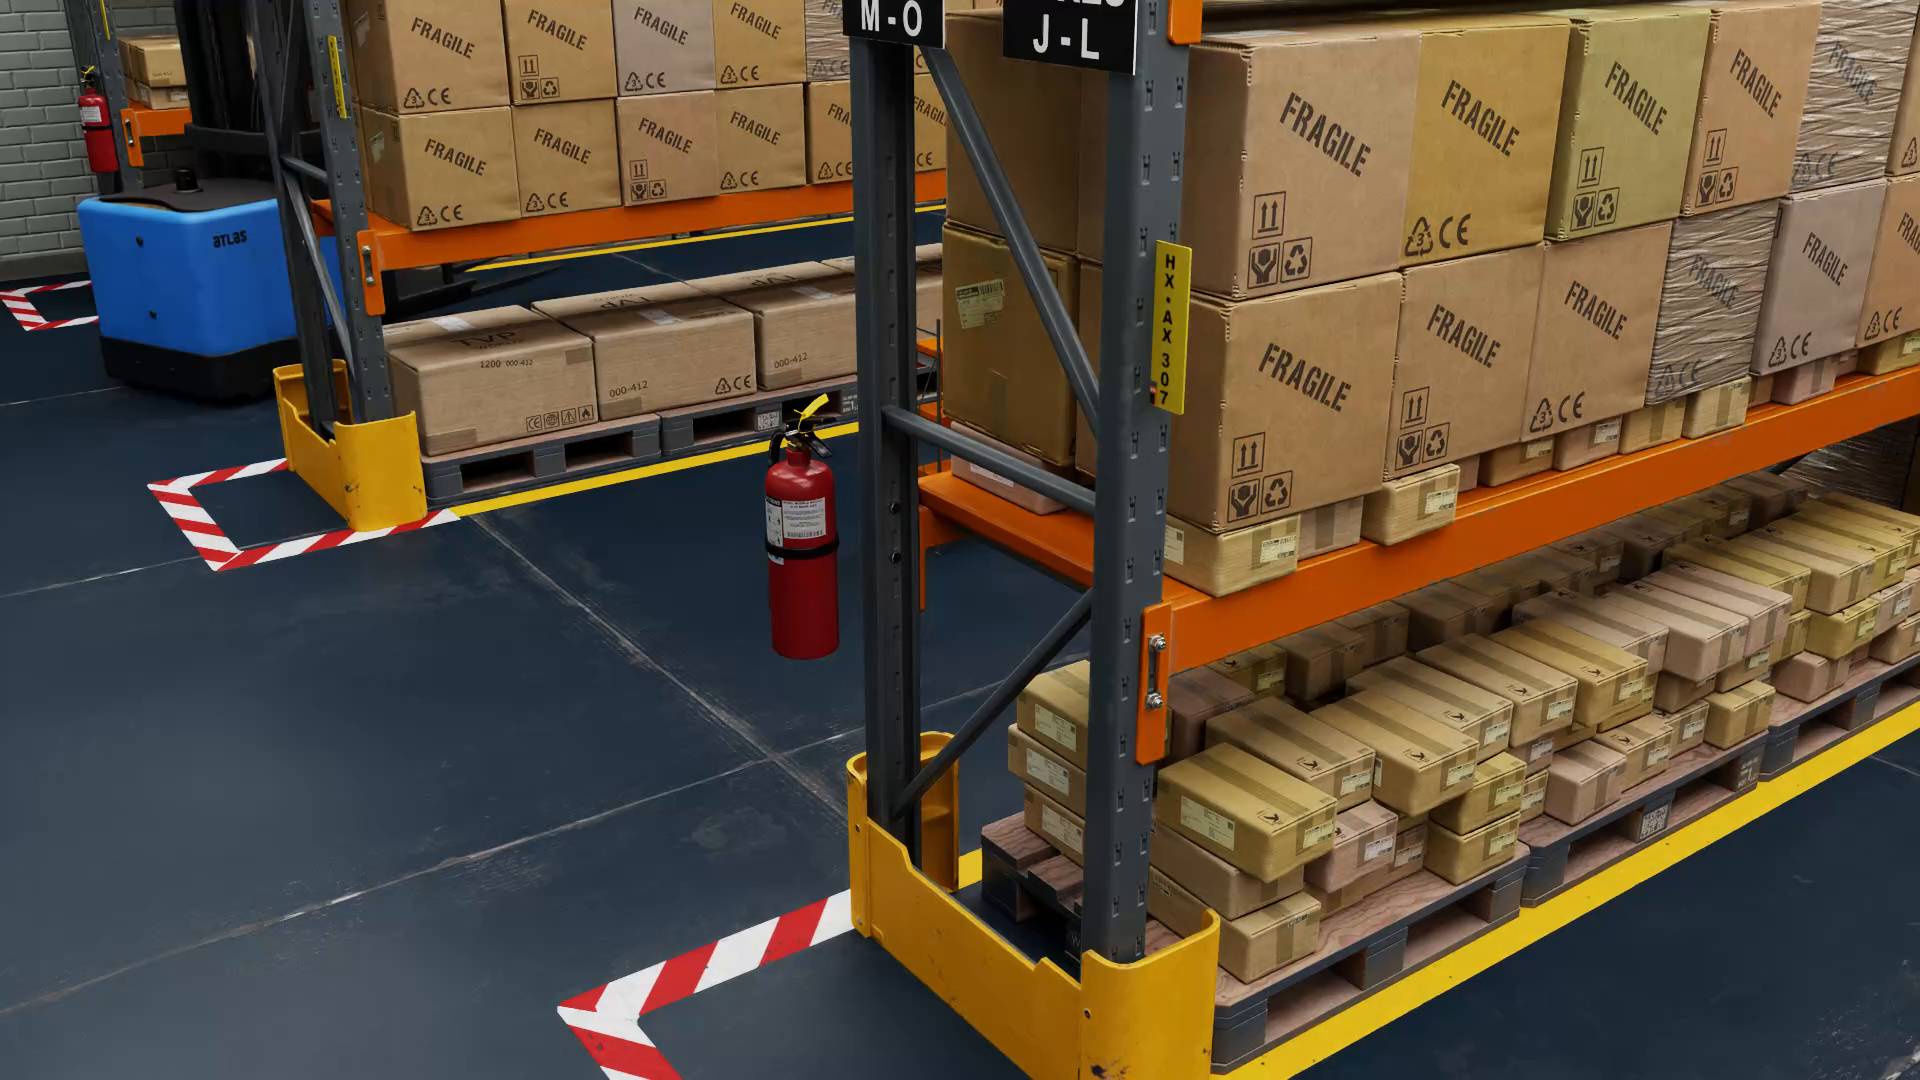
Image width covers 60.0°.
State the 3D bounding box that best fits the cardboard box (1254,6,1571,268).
[{"bbox_3d":[1.011,-0.947,3.836,0.500,0.500,0.500,-14,26,-31],"label":"cardboard box"}]

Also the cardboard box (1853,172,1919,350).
[{"bbox_3d":[2.683,-0.918,5.113,0.500,0.500,0.500,-16,27,-34],"label":"cardboard box"}]

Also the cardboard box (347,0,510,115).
[{"bbox_3d":[-2.331,-2.165,7.292,0.500,0.500,0.500,-16,27,-34],"label":"cardboard box"}]

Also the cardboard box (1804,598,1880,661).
[{"bbox_3d":[2.843,0.245,5.613,0.250,0.149,0.380,-16,27,-35],"label":"cardboard box"}]

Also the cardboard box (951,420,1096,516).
[{"bbox_3d":[0.185,-0.208,4.209,0.250,0.149,0.380,-15,26,-33],"label":"cardboard box"}]

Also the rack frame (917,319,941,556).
[{"bbox_3d":[-0.142,-0.450,7.107,0.008,1.050,0.200,-15,26,-33],"label":"rack frame"}]

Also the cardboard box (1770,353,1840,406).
[{"bbox_3d":[2.413,-0.541,5.045,0.250,0.149,0.380,-16,27,-35],"label":"cardboard box"}]

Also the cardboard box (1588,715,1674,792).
[{"bbox_3d":[1.946,0.604,5.115,0.250,0.149,0.380,-15,26,-33],"label":"cardboard box"}]

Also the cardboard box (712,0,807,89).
[{"bbox_3d":[-1.098,-2.501,8.134,0.500,0.500,0.500,-15,26,-33],"label":"cardboard box"}]

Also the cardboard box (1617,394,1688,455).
[{"bbox_3d":[1.776,-0.377,4.633,0.250,0.149,0.380,-14,26,-31],"label":"cardboard box"}]

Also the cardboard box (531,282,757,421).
[{"bbox_3d":[-1.672,-1.015,8.783,0.875,0.438,0.875,-14,26,-31],"label":"cardboard box"}]

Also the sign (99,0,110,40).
[{"bbox_3d":[-5.472,-3.368,10.621,0.005,0.325,0.100,-15,26,-33],"label":"sign"}]

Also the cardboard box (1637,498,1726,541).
[{"bbox_3d":[2.497,-0.059,5.973,0.250,0.149,0.380,-15,26,-34],"label":"cardboard box"}]

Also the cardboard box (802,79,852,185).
[{"bbox_3d":[-0.682,-2.145,8.590,0.500,0.500,0.500,-15,26,-34],"label":"cardboard box"}]

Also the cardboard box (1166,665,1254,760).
[{"bbox_3d":[0.605,0.456,4.684,0.250,0.149,0.380,-14,26,-32],"label":"cardboard box"}]

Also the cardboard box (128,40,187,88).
[{"bbox_3d":[-5.264,-3.215,11.206,0.500,0.250,0.500,-15,26,-33],"label":"cardboard box"}]

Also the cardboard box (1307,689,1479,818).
[{"bbox_3d":[1.142,0.561,4.422,0.250,0.149,0.380,-15,26,-33],"label":"cardboard box"}]

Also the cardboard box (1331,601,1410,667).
[{"bbox_3d":[1.173,0.250,5.201,0.250,0.149,0.380,-14,26,-31],"label":"cardboard box"}]

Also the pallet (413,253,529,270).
[{"bbox_3d":[-4.092,-2.286,12.839,1.213,0.211,1.003,-15,26,-33],"label":"pallet"}]

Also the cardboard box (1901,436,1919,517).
[{"bbox_3d":[4.087,-0.149,6.529,0.500,0.500,0.500,-14,26,-31],"label":"cardboard box"}]

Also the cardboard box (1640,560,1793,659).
[{"bbox_3d":[2.391,0.216,5.286,0.250,0.149,0.380,-16,27,-35],"label":"cardboard box"}]

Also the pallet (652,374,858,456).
[{"bbox_3d":[-1.295,-0.800,9.118,1.213,0.211,1.003,-15,26,-33],"label":"pallet"}]

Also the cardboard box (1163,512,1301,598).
[{"bbox_3d":[0.540,-0.024,3.748,0.250,0.149,0.380,-15,26,-33],"label":"cardboard box"}]

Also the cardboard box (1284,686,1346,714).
[{"bbox_3d":[1.046,0.481,5.021,0.250,0.149,0.380,-15,26,-33],"label":"cardboard box"}]

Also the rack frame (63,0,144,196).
[{"bbox_3d":[-5.789,-3.129,11.190,0.127,3.000,1.000,-15,26,-33],"label":"rack frame"}]

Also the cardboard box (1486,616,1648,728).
[{"bbox_3d":[1.766,0.382,4.870,0.250,0.149,0.380,-14,26,-32],"label":"cardboard box"}]

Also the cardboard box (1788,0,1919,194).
[{"bbox_3d":[2.269,-1.281,4.673,0.500,0.500,0.500,-14,26,-31],"label":"cardboard box"}]

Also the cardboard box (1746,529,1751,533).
[{"bbox_3d":[2.851,-0.062,6.383,0.250,0.149,0.380,-14,25,-30],"label":"cardboard box"}]

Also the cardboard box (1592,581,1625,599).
[{"bbox_3d":[2.064,0.194,5.743,0.250,0.149,0.380,-14,25,-30],"label":"cardboard box"}]

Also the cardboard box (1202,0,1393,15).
[{"bbox_3d":[0.723,-1.102,4.225,0.500,0.500,0.500,-16,27,-35],"label":"cardboard box"}]

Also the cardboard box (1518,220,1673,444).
[{"bbox_3d":[1.436,-0.594,4.300,0.500,0.500,0.500,-15,26,-32],"label":"cardboard box"}]

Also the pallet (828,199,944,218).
[{"bbox_3d":[-0.913,-3.153,15.012,1.213,0.211,1.003,-15,26,-33],"label":"pallet"}]

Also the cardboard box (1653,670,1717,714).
[{"bbox_3d":[2.157,0.383,5.268,0.250,0.149,0.380,-16,27,-35],"label":"cardboard box"}]

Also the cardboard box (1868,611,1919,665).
[{"bbox_3d":[3.213,0.282,5.924,0.250,0.149,0.380,-15,26,-32],"label":"cardboard box"}]

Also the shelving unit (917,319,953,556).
[{"bbox_3d":[-0.043,-0.476,7.173,0.252,1.050,0.215,-15,26,-33],"label":"shelving unit"}]

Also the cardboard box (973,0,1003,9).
[{"bbox_3d":[0.138,-2.828,8.952,0.500,0.500,0.500,-15,26,-33],"label":"cardboard box"}]

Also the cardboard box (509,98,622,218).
[{"bbox_3d":[-1.936,-1.818,7.771,0.500,0.500,0.500,-15,26,-34],"label":"cardboard box"}]

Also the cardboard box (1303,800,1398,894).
[{"bbox_3d":[0.916,0.743,4.365,0.250,0.149,0.380,-15,26,-33],"label":"cardboard box"}]

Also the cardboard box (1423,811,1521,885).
[{"bbox_3d":[1.332,0.783,4.666,0.250,0.149,0.380,-15,26,-32],"label":"cardboard box"}]

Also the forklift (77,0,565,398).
[{"bbox_3d":[-3.778,-2.645,10.069,1.130,2.935,3.031,12,24,27],"label":"forklift"}]

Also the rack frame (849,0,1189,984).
[{"bbox_3d":[0.085,-0.169,3.773,0.127,3.000,1.000,-15,26,-33],"label":"rack frame"}]

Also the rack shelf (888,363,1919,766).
[{"bbox_3d":[1.709,-0.268,4.991,4.000,0.370,1.077,-15,26,-33],"label":"rack shelf"}]

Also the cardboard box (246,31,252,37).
[{"bbox_3d":[-5.152,-3.488,11.891,0.500,0.250,0.500,-15,26,-33],"label":"cardboard box"}]

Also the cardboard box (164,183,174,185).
[{"bbox_3d":[-5.238,-2.268,11.835,0.637,0.503,0.797,-16,27,-35],"label":"cardboard box"}]

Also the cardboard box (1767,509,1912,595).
[{"bbox_3d":[3.011,0.040,5.725,0.250,0.149,0.380,-15,26,-32],"label":"cardboard box"}]

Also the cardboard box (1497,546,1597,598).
[{"bbox_3d":[1.871,0.119,5.528,0.250,0.149,0.380,-16,27,-35],"label":"cardboard box"}]

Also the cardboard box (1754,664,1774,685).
[{"bbox_3d":[2.492,0.410,5.602,0.250,0.149,0.380,-16,27,-34],"label":"cardboard box"}]

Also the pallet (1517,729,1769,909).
[{"bbox_3d":[1.817,0.682,5.403,1.213,0.211,1.003,-15,26,-33],"label":"pallet"}]

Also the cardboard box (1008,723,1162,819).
[{"bbox_3d":[0.347,0.622,4.670,0.250,0.149,0.380,-16,27,-34],"label":"cardboard box"}]

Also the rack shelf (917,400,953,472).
[{"bbox_3d":[-0.043,-0.466,7.177,0.240,0.259,0.215,-15,26,-33],"label":"rack shelf"}]

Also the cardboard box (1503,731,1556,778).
[{"bbox_3d":[1.495,0.555,4.837,0.250,0.149,0.380,-16,27,-35],"label":"cardboard box"}]

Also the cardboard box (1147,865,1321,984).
[{"bbox_3d":[0.698,0.943,4.266,0.250,0.149,0.380,-14,26,-32],"label":"cardboard box"}]

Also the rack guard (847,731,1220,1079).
[{"bbox_3d":[0.147,0.975,4.277,0.348,0.500,1.175,-15,26,-33],"label":"rack guard"}]

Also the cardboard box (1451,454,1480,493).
[{"bbox_3d":[1.102,-0.231,4.267,0.250,0.149,0.380,-14,25,-30],"label":"cardboard box"}]
